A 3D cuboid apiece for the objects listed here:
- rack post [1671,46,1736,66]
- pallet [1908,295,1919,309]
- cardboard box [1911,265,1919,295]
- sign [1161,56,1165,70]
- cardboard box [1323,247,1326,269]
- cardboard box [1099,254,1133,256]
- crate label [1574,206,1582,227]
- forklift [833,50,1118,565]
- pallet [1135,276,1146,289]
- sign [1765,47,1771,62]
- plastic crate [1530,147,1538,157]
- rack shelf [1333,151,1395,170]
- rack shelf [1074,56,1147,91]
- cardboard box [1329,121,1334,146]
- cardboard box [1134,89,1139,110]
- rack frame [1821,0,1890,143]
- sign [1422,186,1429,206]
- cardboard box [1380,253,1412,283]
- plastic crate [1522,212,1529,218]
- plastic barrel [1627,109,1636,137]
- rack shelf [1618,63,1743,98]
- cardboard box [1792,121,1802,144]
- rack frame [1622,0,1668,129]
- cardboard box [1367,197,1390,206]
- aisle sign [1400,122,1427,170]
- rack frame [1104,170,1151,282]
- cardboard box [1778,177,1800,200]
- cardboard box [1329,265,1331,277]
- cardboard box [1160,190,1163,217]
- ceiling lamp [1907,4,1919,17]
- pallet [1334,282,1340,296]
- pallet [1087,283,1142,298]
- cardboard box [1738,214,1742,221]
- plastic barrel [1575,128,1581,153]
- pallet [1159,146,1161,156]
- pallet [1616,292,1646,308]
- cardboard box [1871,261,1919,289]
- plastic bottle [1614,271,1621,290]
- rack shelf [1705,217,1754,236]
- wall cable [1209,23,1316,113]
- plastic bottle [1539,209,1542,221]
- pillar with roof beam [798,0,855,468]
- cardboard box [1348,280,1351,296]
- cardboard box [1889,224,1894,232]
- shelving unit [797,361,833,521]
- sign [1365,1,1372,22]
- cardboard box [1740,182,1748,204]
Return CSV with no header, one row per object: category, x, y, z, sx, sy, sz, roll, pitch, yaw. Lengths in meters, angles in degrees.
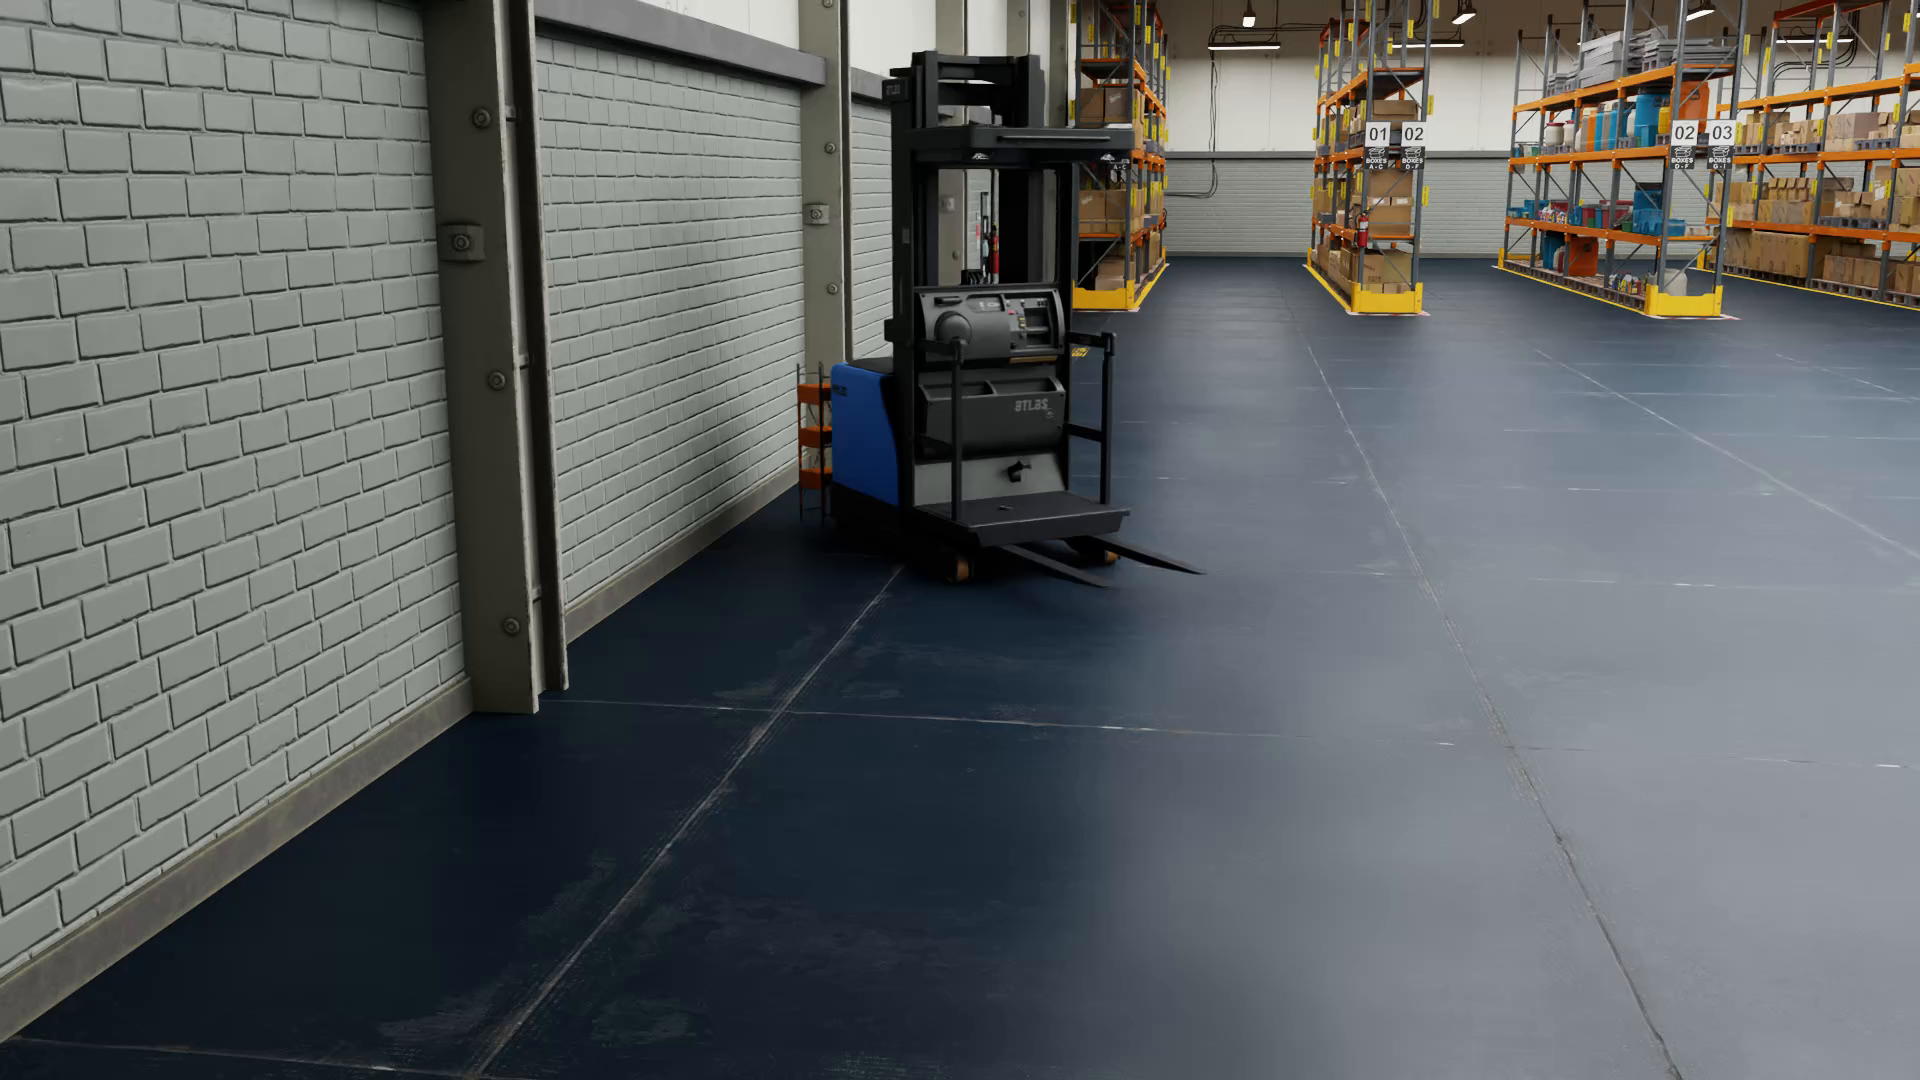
rack post,12.537,-8.117,27.982,0.937,0.300,0.954,3,13,15
pallet,17.550,-4.188,29.428,1.003,0.211,1.213,2,12,9
cardboard box,17.622,-4.729,30.254,0.500,0.500,0.500,6,14,27
sign,4.889,-11.507,40.122,0.100,0.325,0.005,2,12,9
cardboard box,8.698,-6.514,38.490,0.500,0.500,0.500,1,12,7
cardboard box,3.247,-5.685,34.641,0.700,0.500,0.500,2,12,8
crate label,13.105,-6.760,34.655,0.502,0.435,0.616,2,12,9
forklift,17.959,-5.297,27.582,49.673,3.159,19.070,-6,14,-27
pallet,3.424,-5.482,35.432,1.003,0.211,1.213,2,12,9
sign,18.490,-11.102,38.057,0.100,0.325,0.005,2,12,9
plastic crate,13.965,-9.357,40.071,0.416,0.233,0.300,2,12,9
rack shelf,8.324,-7.800,34.154,1.077,0.370,4.000,2,12,9
rack shelf,2.813,-8.592,30.716,1.077,0.370,4.000,2,12,9
cardboard box,9.096,-9.601,39.333,0.600,0.600,0.600,1,12,3
cardboard box,2.932,-7.785,29.719,0.500,0.500,0.500,2,12,8
rack frame,18.419,-9.713,34.201,1.000,3.000,0.127,2,12,9
sign,7.948,-5.879,28.410,0.100,0.325,0.005,2,12,9
cardboard box,7.778,-4.873,29.733,0.500,0.500,0.500,2,12,9
plastic crate,14.111,-8.046,41.190,0.293,0.136,0.466,2,12,9
plastic barrel,12.650,-7.751,30.956,0.421,0.512,0.421,0,12,0
rack shelf,12.602,-8.077,29.268,1.077,0.370,4.000,2,12,9
cardboard box,18.712,-8.928,36.439,0.797,0.503,0.637,2,12,8
rack frame,12.913,-9.040,31.082,0.949,2.616,0.053,2,12,9
cardboard box,7.271,-5.888,28.918,0.380,0.149,0.250,2,12,8
aisle sign,7.693,-6.684,28.216,0.394,0.787,0.004,2,12,9
rack frame,3.736,-7.261,37.068,1.000,3.000,0.127,2,12,9
cardboard box,18.827,-7.876,37.301,0.797,0.503,0.637,2,12,9
cardboard box,8.184,-5.759,35.624,0.500,0.250,0.500,2,12,7
cardboard box,4.797,-8.815,43.565,0.980,0.700,0.700,2,12,8
ceiling lamp,21.629,-13.136,36.230,0.800,3.185,2.000,2,12,9
pallet,8.091,-5.061,33.474,1.003,0.211,1.213,2,12,9
pallet,3.052,-4.925,32.844,1.003,0.211,1.213,2,12,9
cardboard box,18.876,-7.724,39.812,0.380,0.149,0.250,2,12,10
plastic barrel,13.175,-8.407,34.996,0.421,0.512,0.421,0,12,0
pallet,4.487,-9.687,41.413,1.003,0.211,1.213,2,12,9
pallet,12.580,-4.351,30.184,1.003,0.211,1.213,2,12,9
cardboard box,17.920,-5.068,31.777,0.700,0.500,0.500,1,12,4
plastic bottle,12.376,-4.873,31.230,0.144,0.351,0.185,2,12,10
rack shelf,19.342,-7.677,40.705,1.077,0.370,4.000,2,12,9
wall cable,8.862,-13.889,48.961,3.097,2.526,0.112,2,12,9
plastic bottle,13.642,-7.626,39.035,0.061,0.283,0.133,2,12,9
pillar with roof beam,3.244,-4.816,11.480,9.100,9.000,0.400,2,12,9
cardboard box,7.256,-4.523,29.892,0.500,0.250,0.500,2,12,9
cardboard box,17.474,-5.789,30.834,0.380,0.149,0.250,2,12,9
shelving unit,-0.909,-0.632,10.936,0.215,1.050,0.249,-10,16,-40
sign,6.867,-8.885,27.956,0.100,0.325,0.005,2,12,9
cardboard box,18.922,-8.260,39.570,0.500,0.500,0.500,2,12,9
